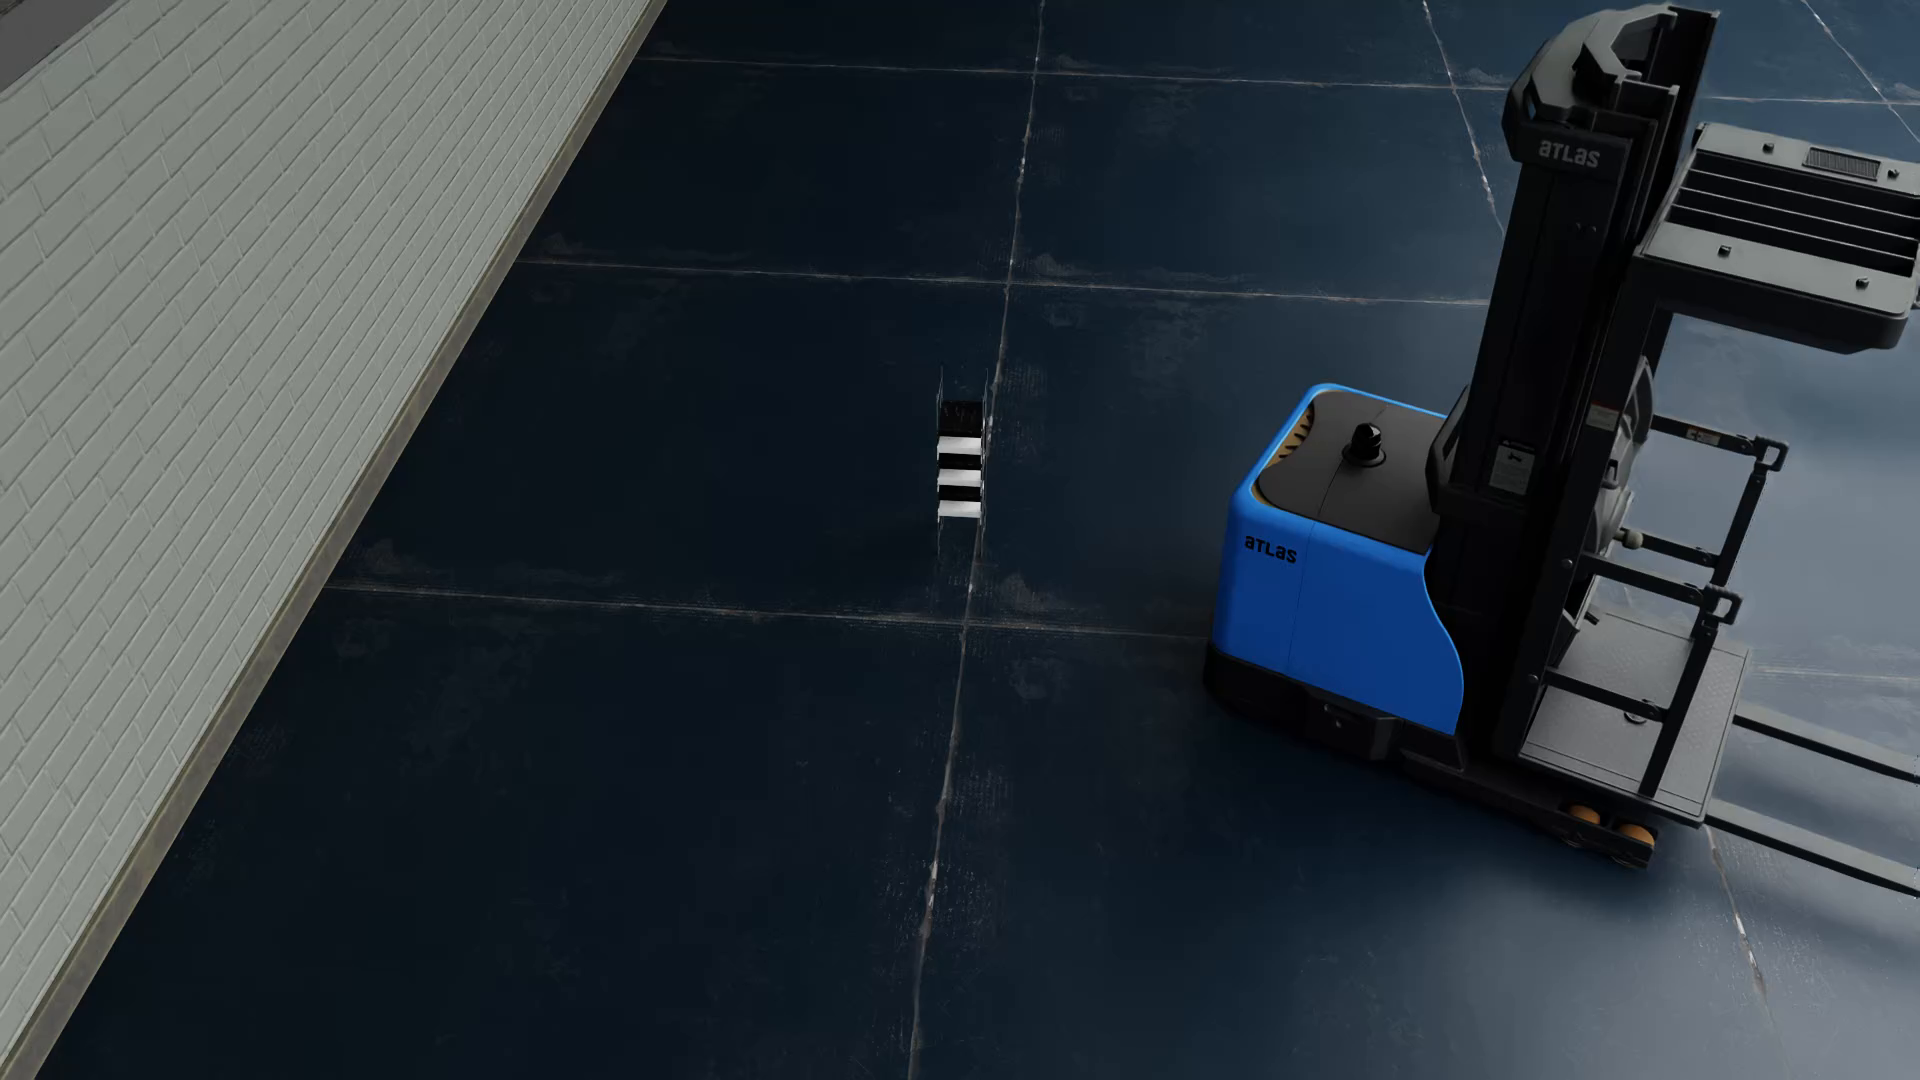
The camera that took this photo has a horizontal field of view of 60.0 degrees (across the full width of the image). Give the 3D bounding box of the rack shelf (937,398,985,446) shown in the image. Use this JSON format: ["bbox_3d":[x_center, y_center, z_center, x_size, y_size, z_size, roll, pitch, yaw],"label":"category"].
[{"bbox_3d":[0.008,-0.532,7.486,0.200,0.077,0.258,3,39,4],"label":"rack shelf"}]

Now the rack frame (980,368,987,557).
[{"bbox_3d":[0.109,-0.343,7.629,0.006,0.900,0.240,3,39,4],"label":"rack frame"}]

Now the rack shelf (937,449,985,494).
[{"bbox_3d":[0.008,-0.323,7.657,0.200,0.077,0.258,3,39,4],"label":"rack shelf"}]

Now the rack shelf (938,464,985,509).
[{"bbox_3d":[0.008,-0.253,7.714,0.200,0.077,0.258,3,39,4],"label":"rack shelf"}]

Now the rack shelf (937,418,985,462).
[{"bbox_3d":[0.008,-0.462,7.543,0.200,0.077,0.258,3,39,4],"label":"rack shelf"}]

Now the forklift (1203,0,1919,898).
[{"bbox_3d":[2.569,-0.269,5.929,3.031,2.935,1.130,20,43,22],"label":"forklift"}]

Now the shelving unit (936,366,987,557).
[{"bbox_3d":[0.008,-0.349,7.636,0.210,0.900,0.258,3,39,4],"label":"shelving unit"}]

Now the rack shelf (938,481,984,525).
[{"bbox_3d":[0.008,-0.183,7.771,0.200,0.077,0.258,3,39,4],"label":"rack shelf"}]

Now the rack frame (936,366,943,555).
[{"bbox_3d":[-0.093,-0.354,7.643,0.006,0.900,0.240,3,39,4],"label":"rack frame"}]

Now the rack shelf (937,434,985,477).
[{"bbox_3d":[0.008,-0.393,7.600,0.200,0.077,0.258,3,39,4],"label":"rack shelf"}]
